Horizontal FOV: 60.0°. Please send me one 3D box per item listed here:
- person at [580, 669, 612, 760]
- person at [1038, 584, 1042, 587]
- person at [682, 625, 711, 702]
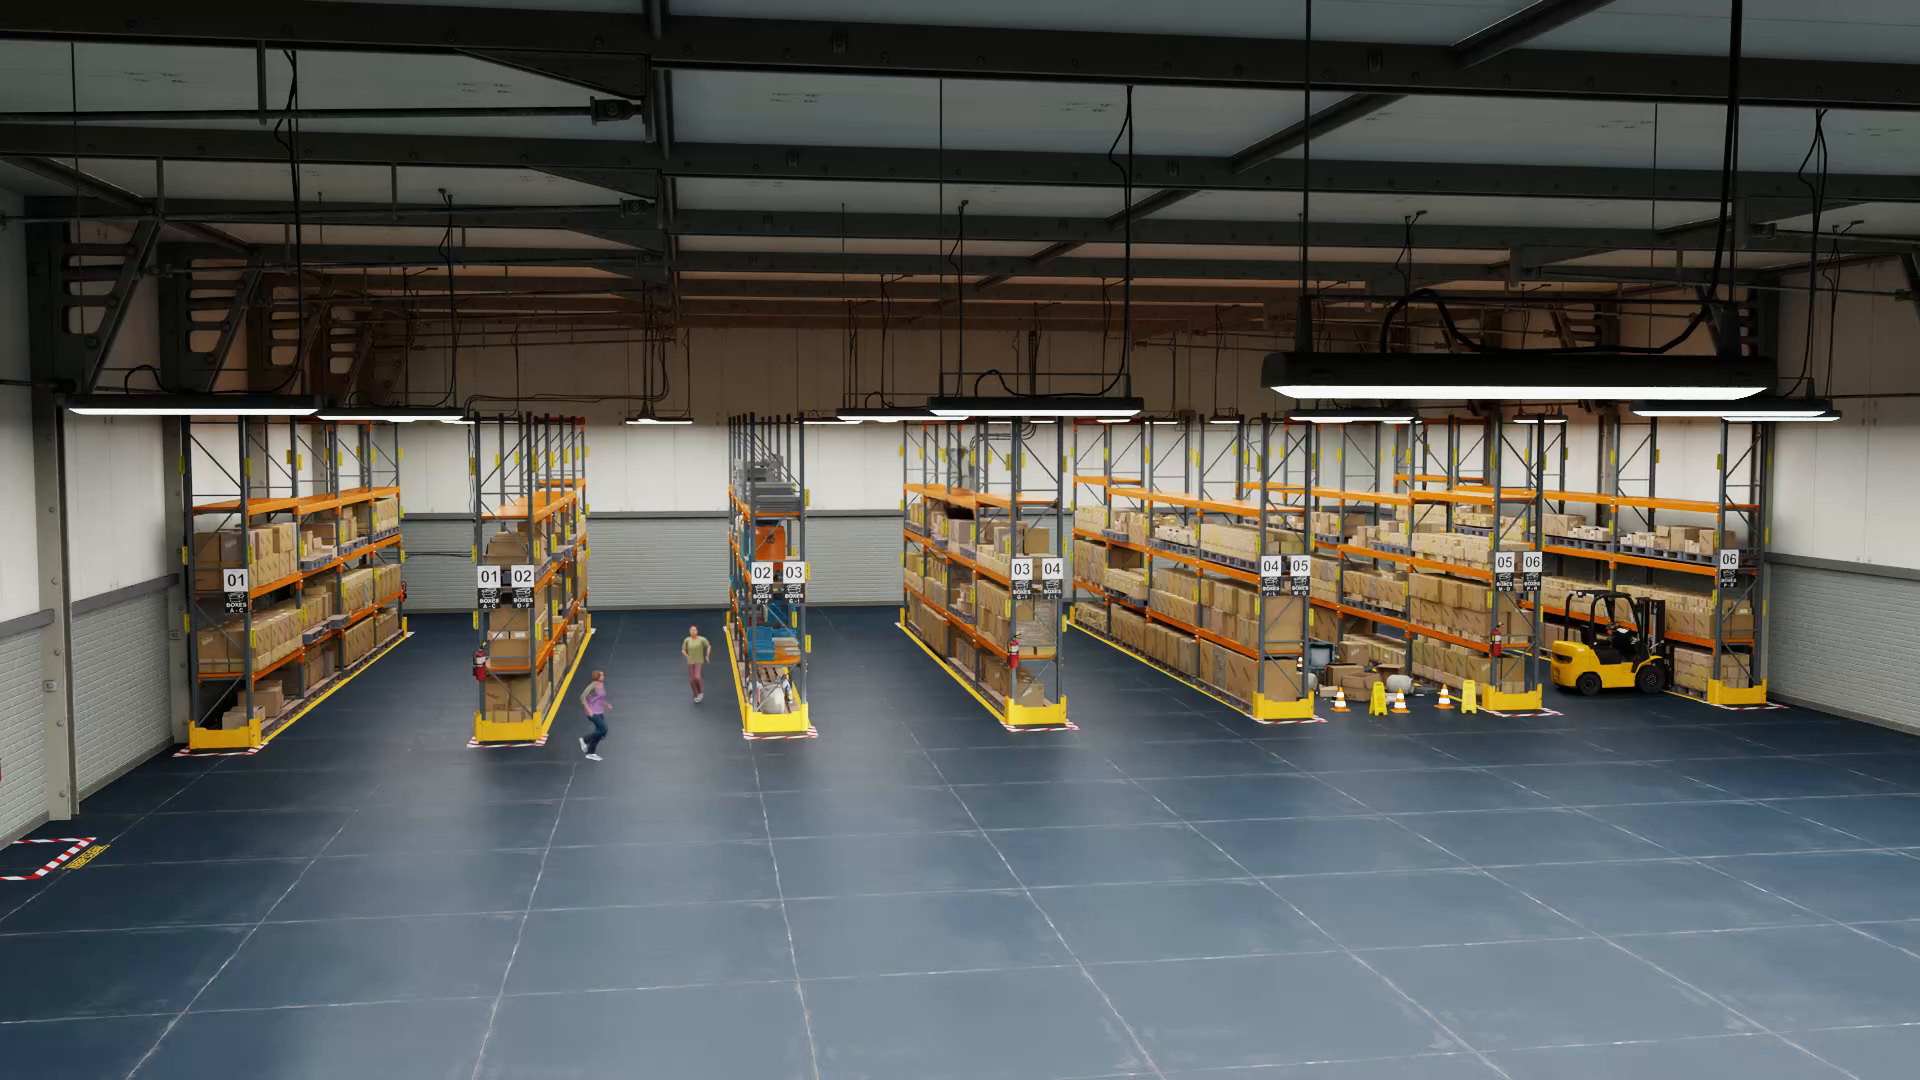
[{"bbox_3d":[-6.269,3.008,28.650,0.523,1.552,0.549,1,4,12],"label":"person"},{"bbox_3d":[2.414,1.577,49.491,0.549,1.567,0.673,0,4,-7],"label":"person"},{"bbox_3d":[-5.472,2.559,34.404,0.552,1.623,0.680,0,4,4],"label":"person"}]
